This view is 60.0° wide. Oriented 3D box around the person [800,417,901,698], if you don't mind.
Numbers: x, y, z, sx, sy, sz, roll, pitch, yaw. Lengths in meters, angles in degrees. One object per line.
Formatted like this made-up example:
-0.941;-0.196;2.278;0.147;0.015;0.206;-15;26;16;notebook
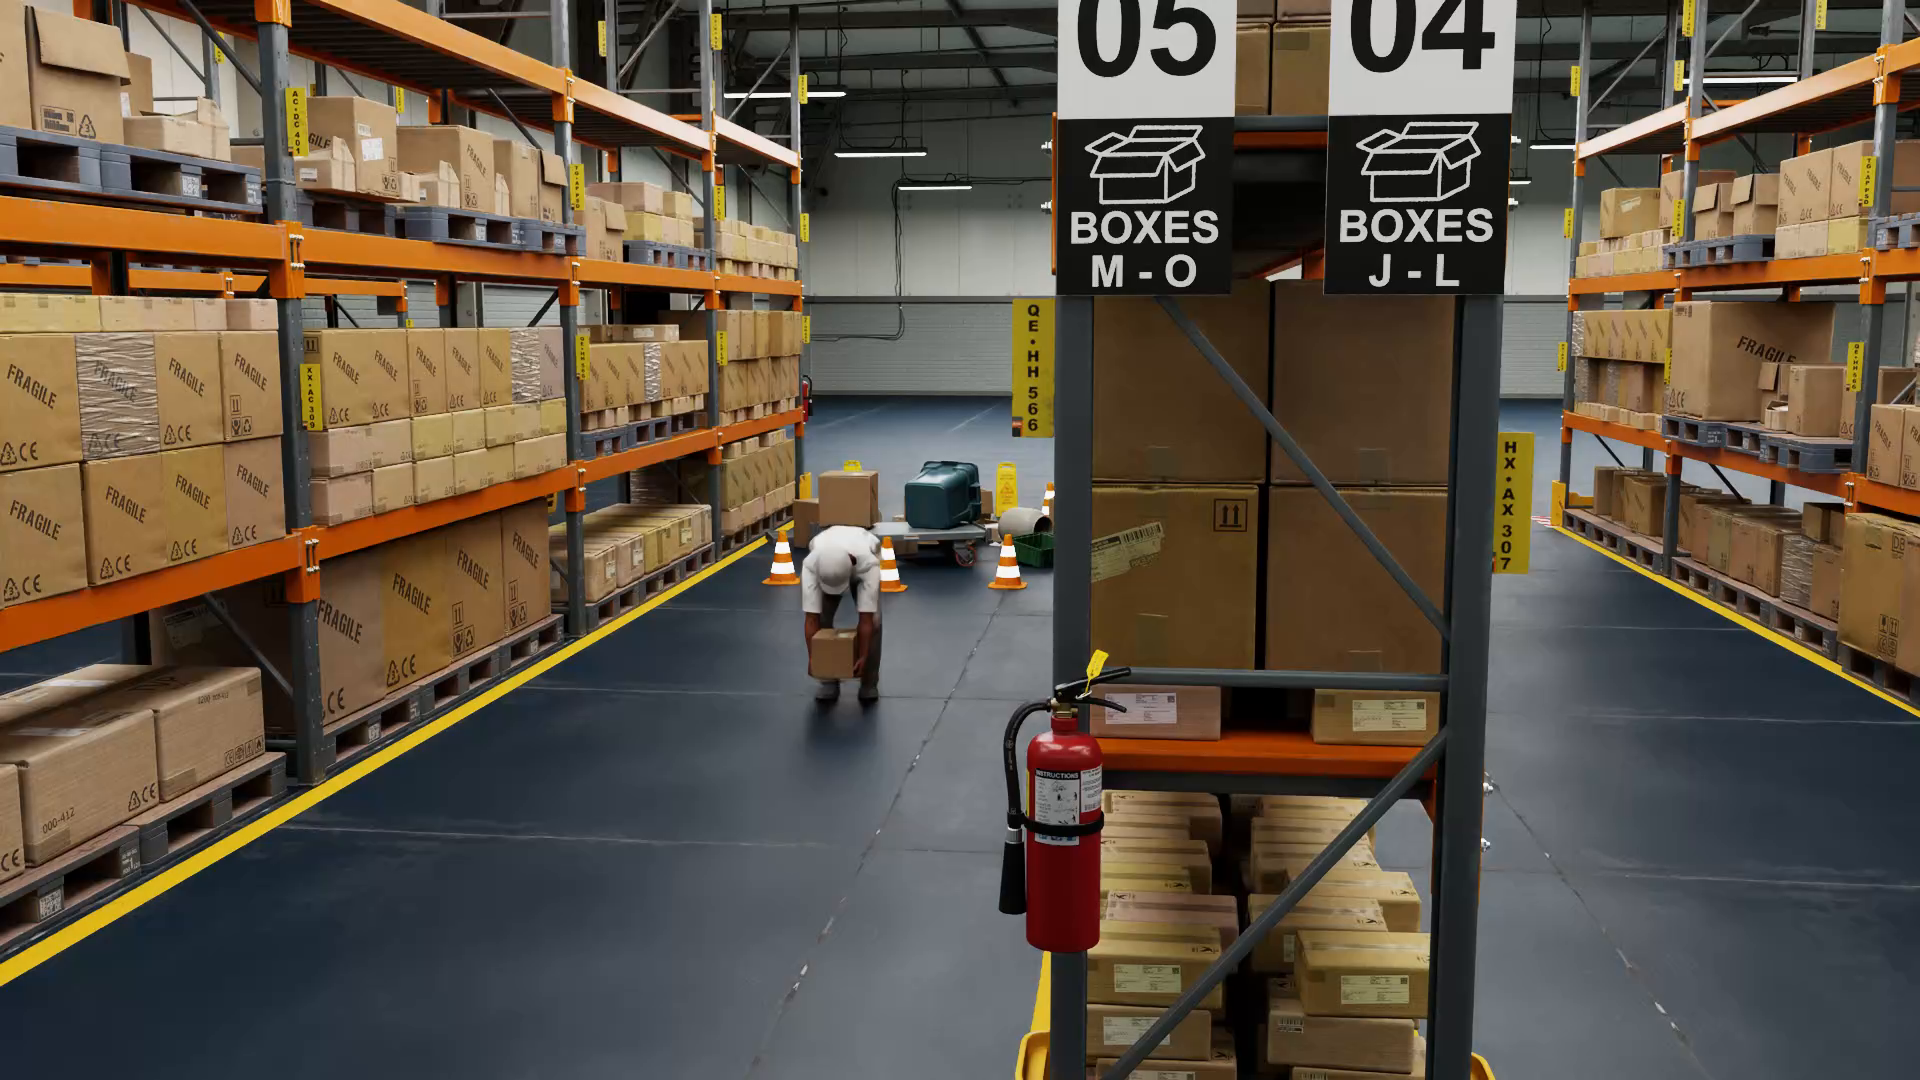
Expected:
-0.684;0.111;10.388;0.627;1.759;0.462;0;8;3;person
